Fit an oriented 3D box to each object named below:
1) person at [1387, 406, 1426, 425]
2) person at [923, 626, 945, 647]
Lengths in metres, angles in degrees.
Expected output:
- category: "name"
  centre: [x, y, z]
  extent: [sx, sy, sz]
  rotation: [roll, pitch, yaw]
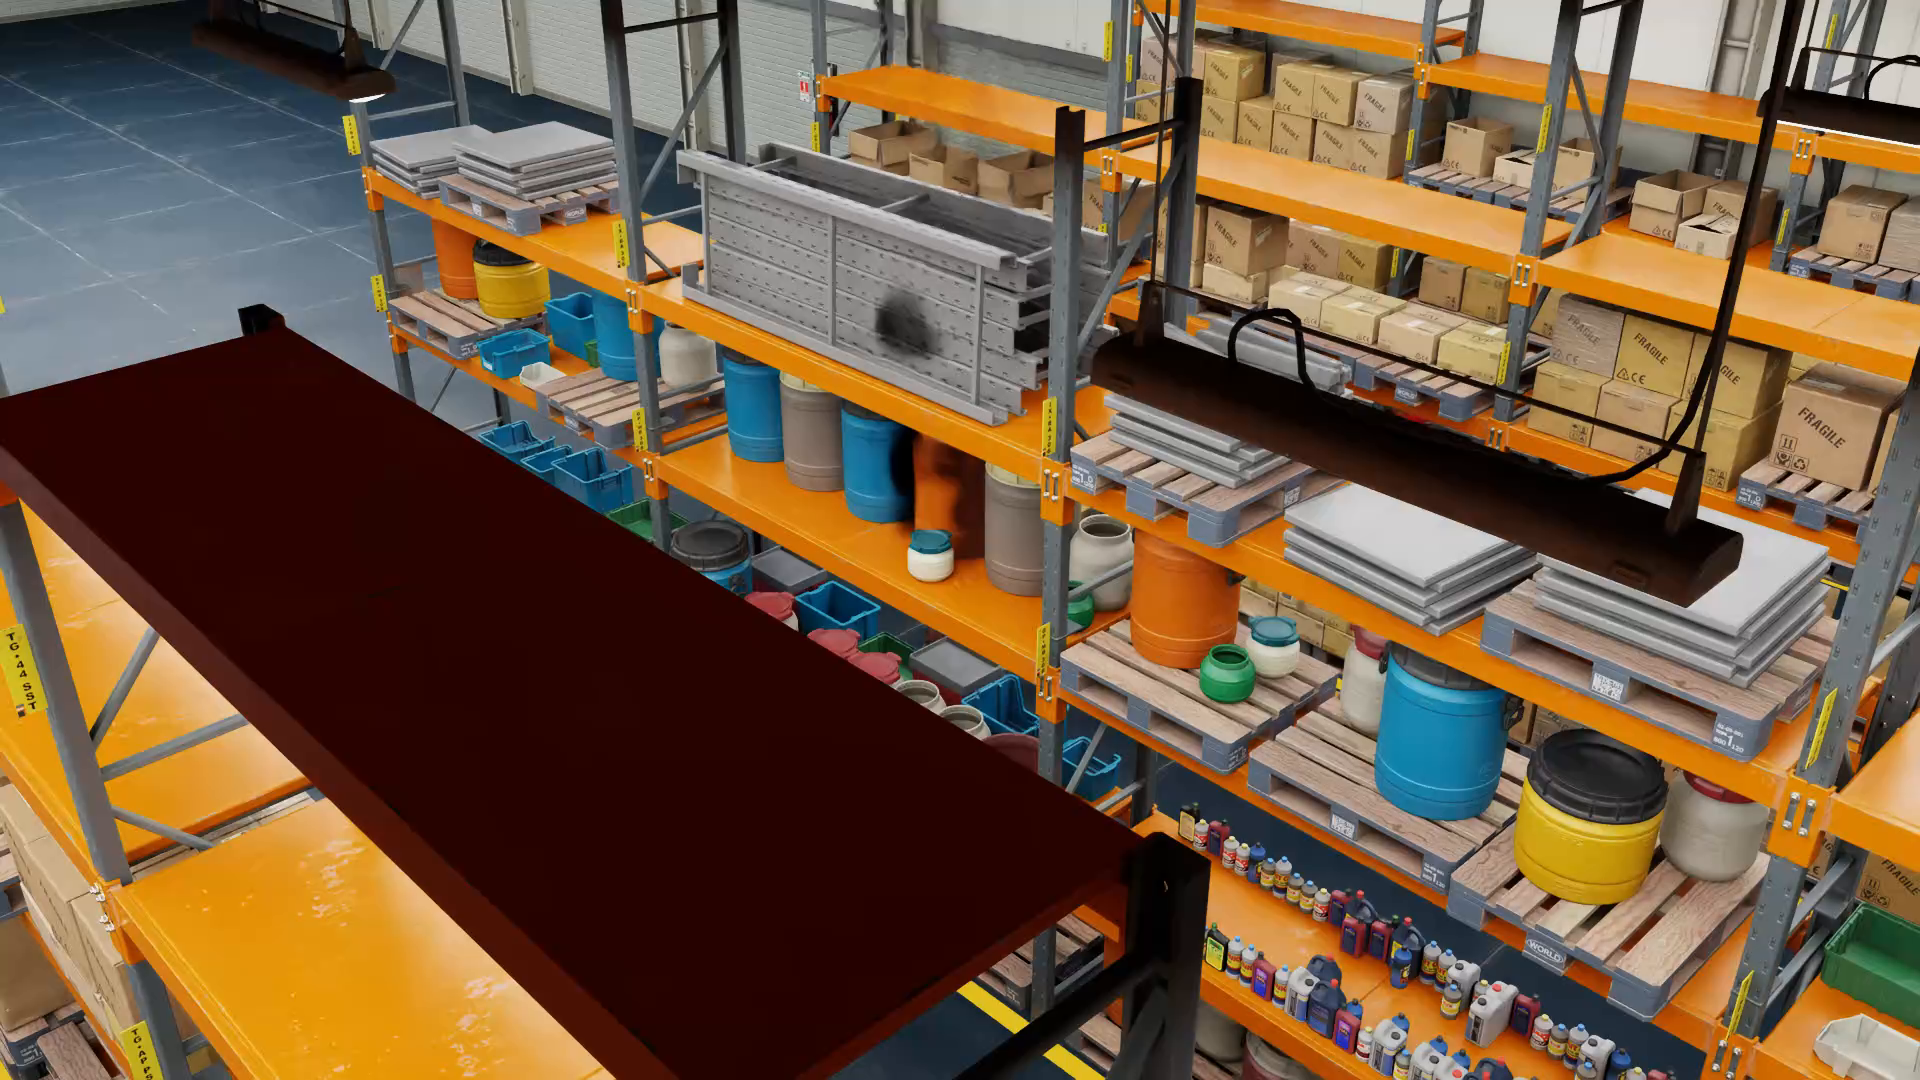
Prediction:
- category: "person"
  centre: [4.251, -0.664, 16.339]
  extent: [0.833, 1.715, 0.663]
  rotation: [21, 35, 34]
- category: "person"
  centre: [0.040, 0.392, 14.315]
  extent: [0.821, 1.695, 0.610]
  rotation: [16, 32, 27]
